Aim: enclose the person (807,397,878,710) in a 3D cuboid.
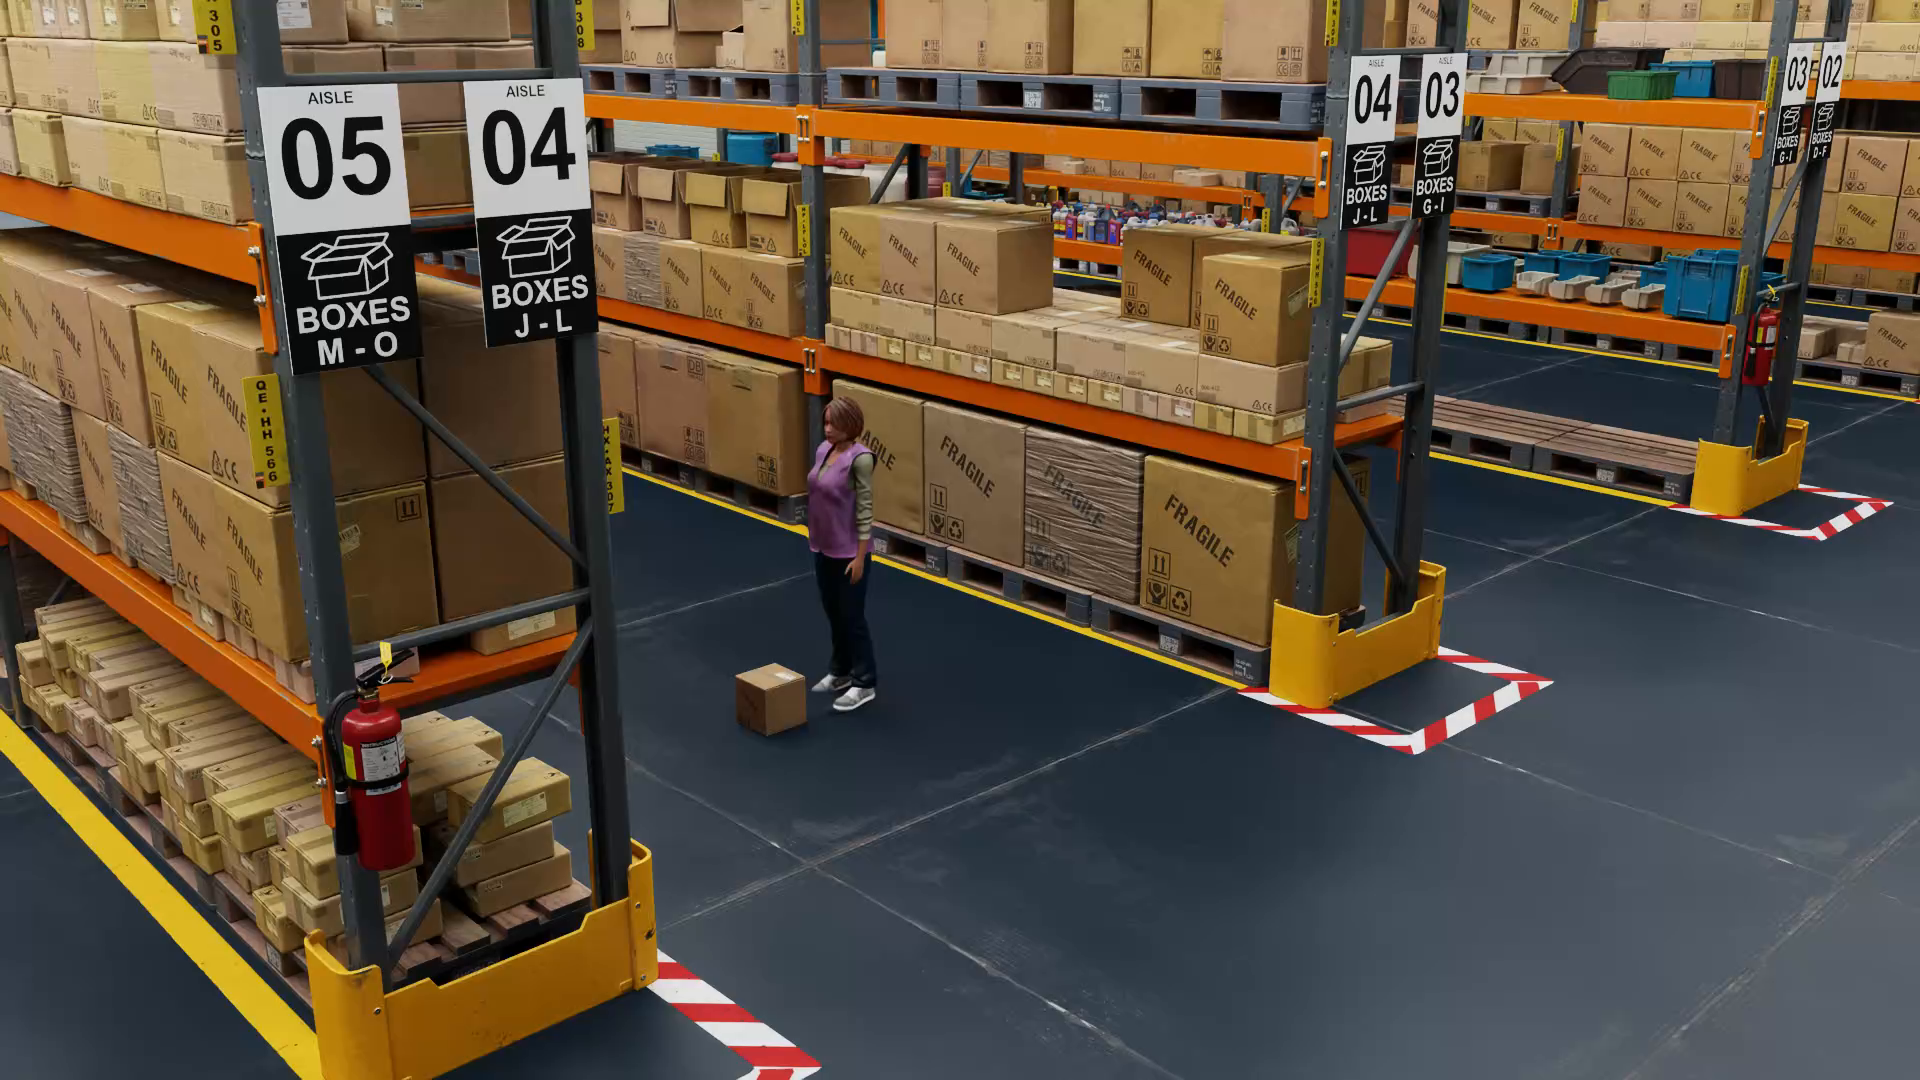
[{"bbox_3d":[-0.585,0.072,8.382,0.322,1.624,0.423,-15,23,-40],"label":"person"}]
